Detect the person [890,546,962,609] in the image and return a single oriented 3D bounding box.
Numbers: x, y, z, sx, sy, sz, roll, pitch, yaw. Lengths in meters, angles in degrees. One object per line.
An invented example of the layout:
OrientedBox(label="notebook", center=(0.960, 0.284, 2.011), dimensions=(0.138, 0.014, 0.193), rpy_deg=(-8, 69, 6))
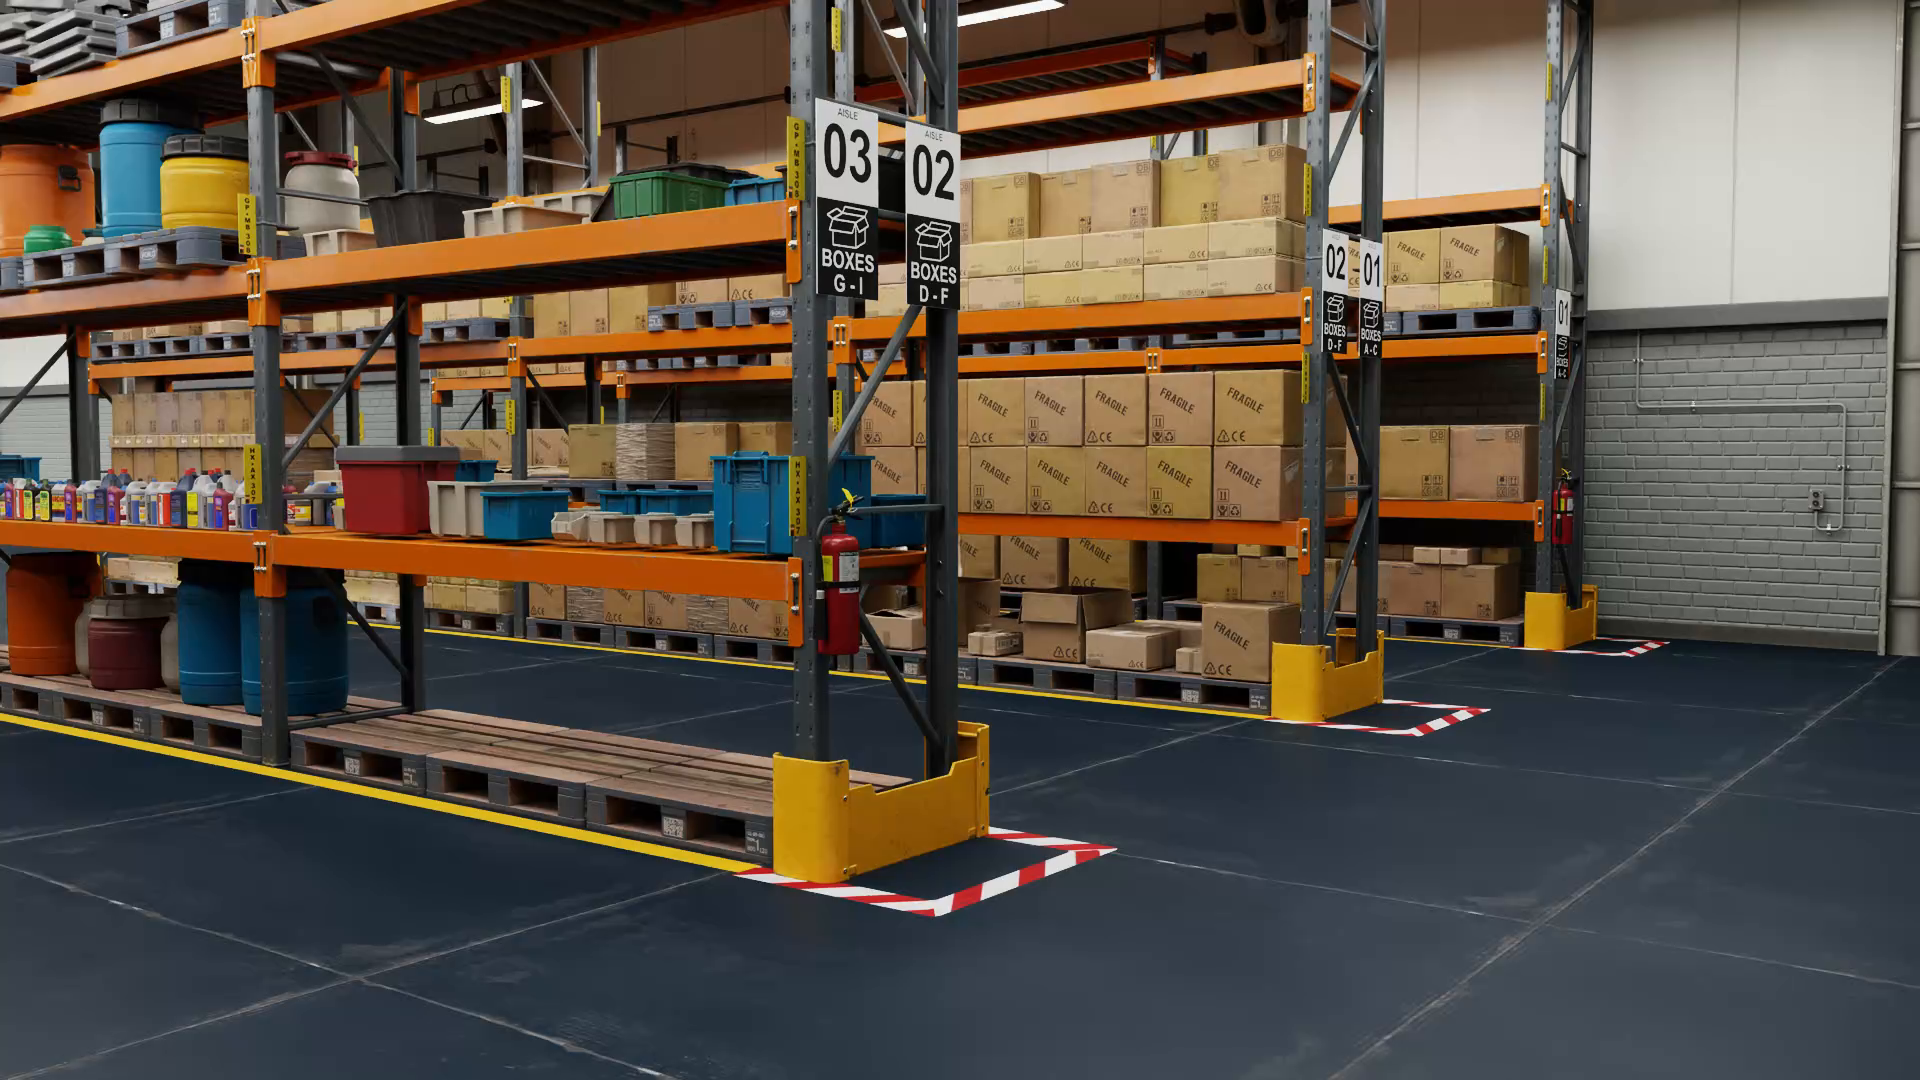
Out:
OrientedBox(label="person", center=(-0.402, 0.454, 17.733), dimensions=(0.919, 0.830, 0.572), rpy_deg=(2, 4, 35))
